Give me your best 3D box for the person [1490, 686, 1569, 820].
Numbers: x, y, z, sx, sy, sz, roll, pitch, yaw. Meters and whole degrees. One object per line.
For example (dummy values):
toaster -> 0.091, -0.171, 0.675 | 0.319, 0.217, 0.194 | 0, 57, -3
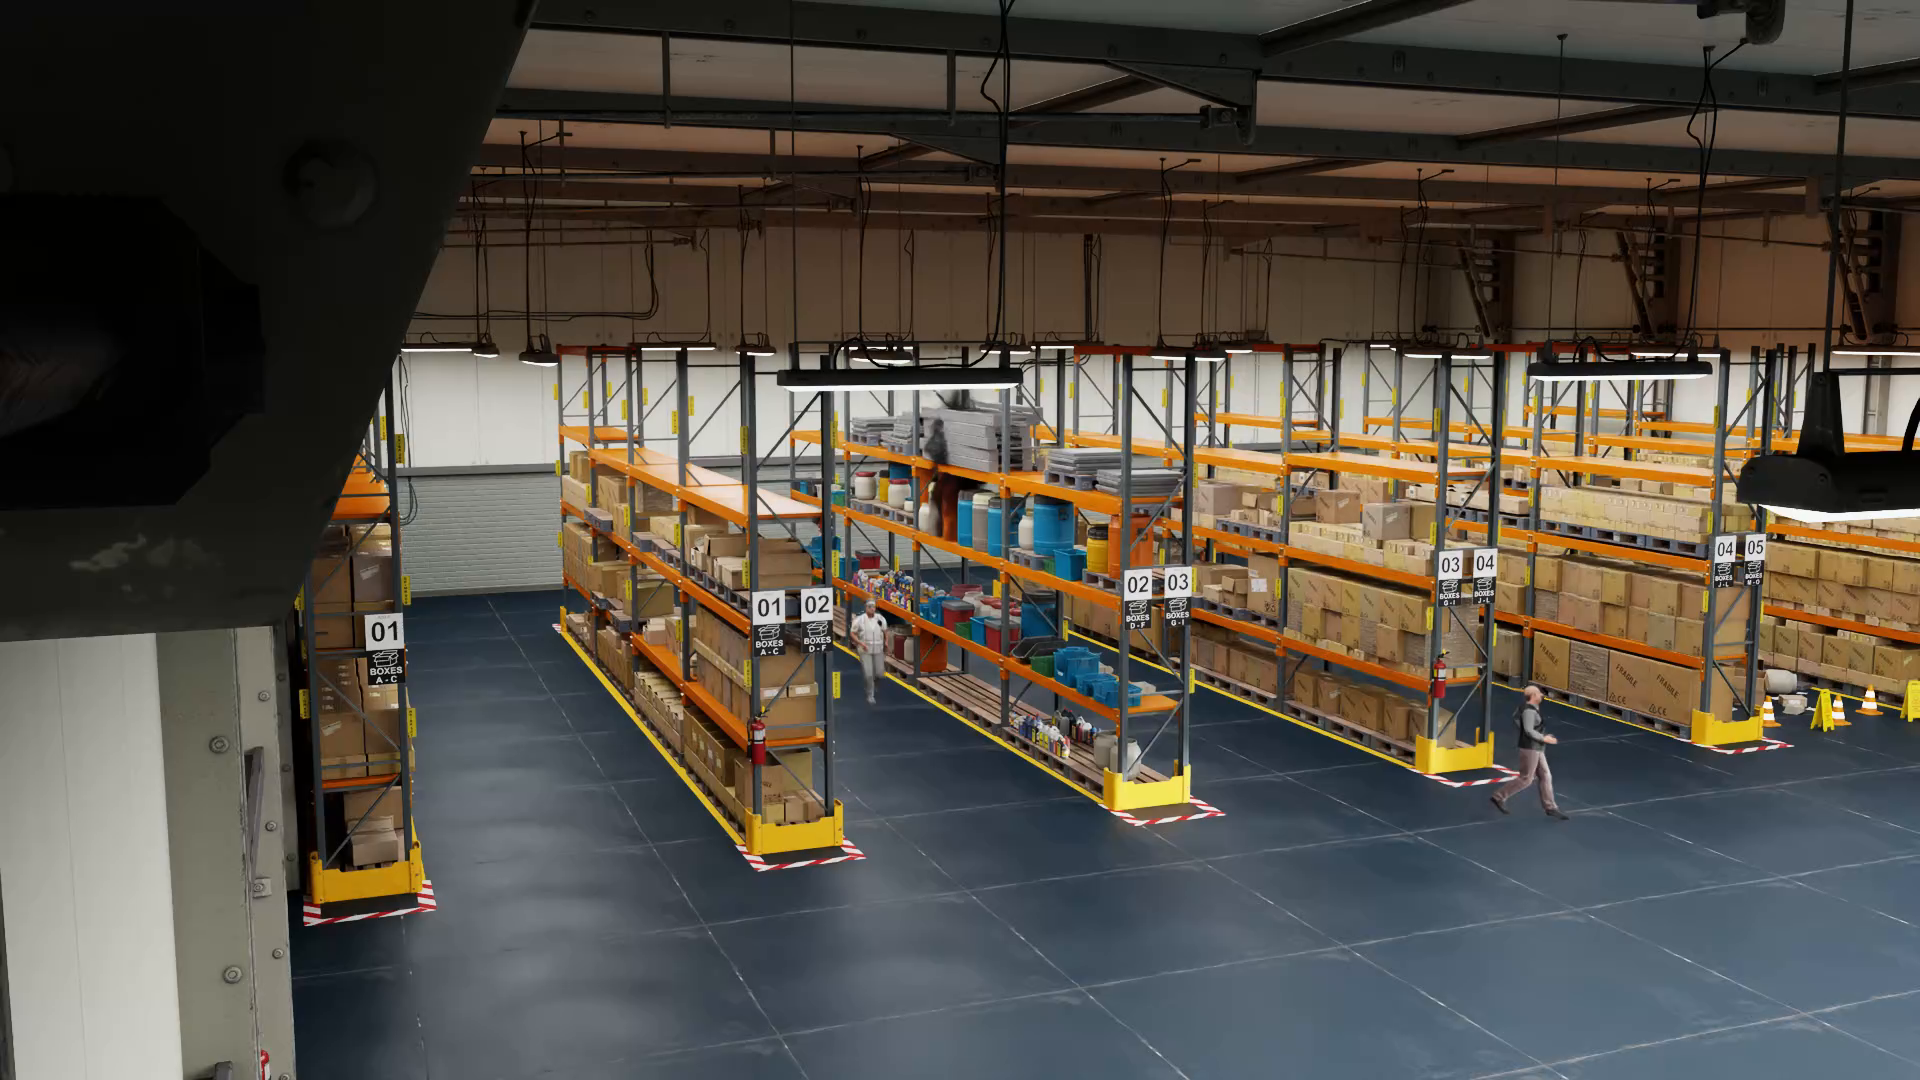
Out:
person -> 7.413, 2.741, 21.560 | 0.976, 1.721, 0.699 | 3, 8, 19

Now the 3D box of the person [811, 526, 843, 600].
person -> -3.191, 0.502, 38.766 | 0.904, 1.824, 0.652 | -1, 7, -7

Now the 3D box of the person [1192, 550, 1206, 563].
person -> 5.223, 0.967, 36.168 | 0.504, 1.541, 0.659 | -3, 8, -24

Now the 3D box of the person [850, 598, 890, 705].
person -> -1.463, 1.801, 27.256 | 0.665, 1.746, 0.578 | -2, 8, -17
